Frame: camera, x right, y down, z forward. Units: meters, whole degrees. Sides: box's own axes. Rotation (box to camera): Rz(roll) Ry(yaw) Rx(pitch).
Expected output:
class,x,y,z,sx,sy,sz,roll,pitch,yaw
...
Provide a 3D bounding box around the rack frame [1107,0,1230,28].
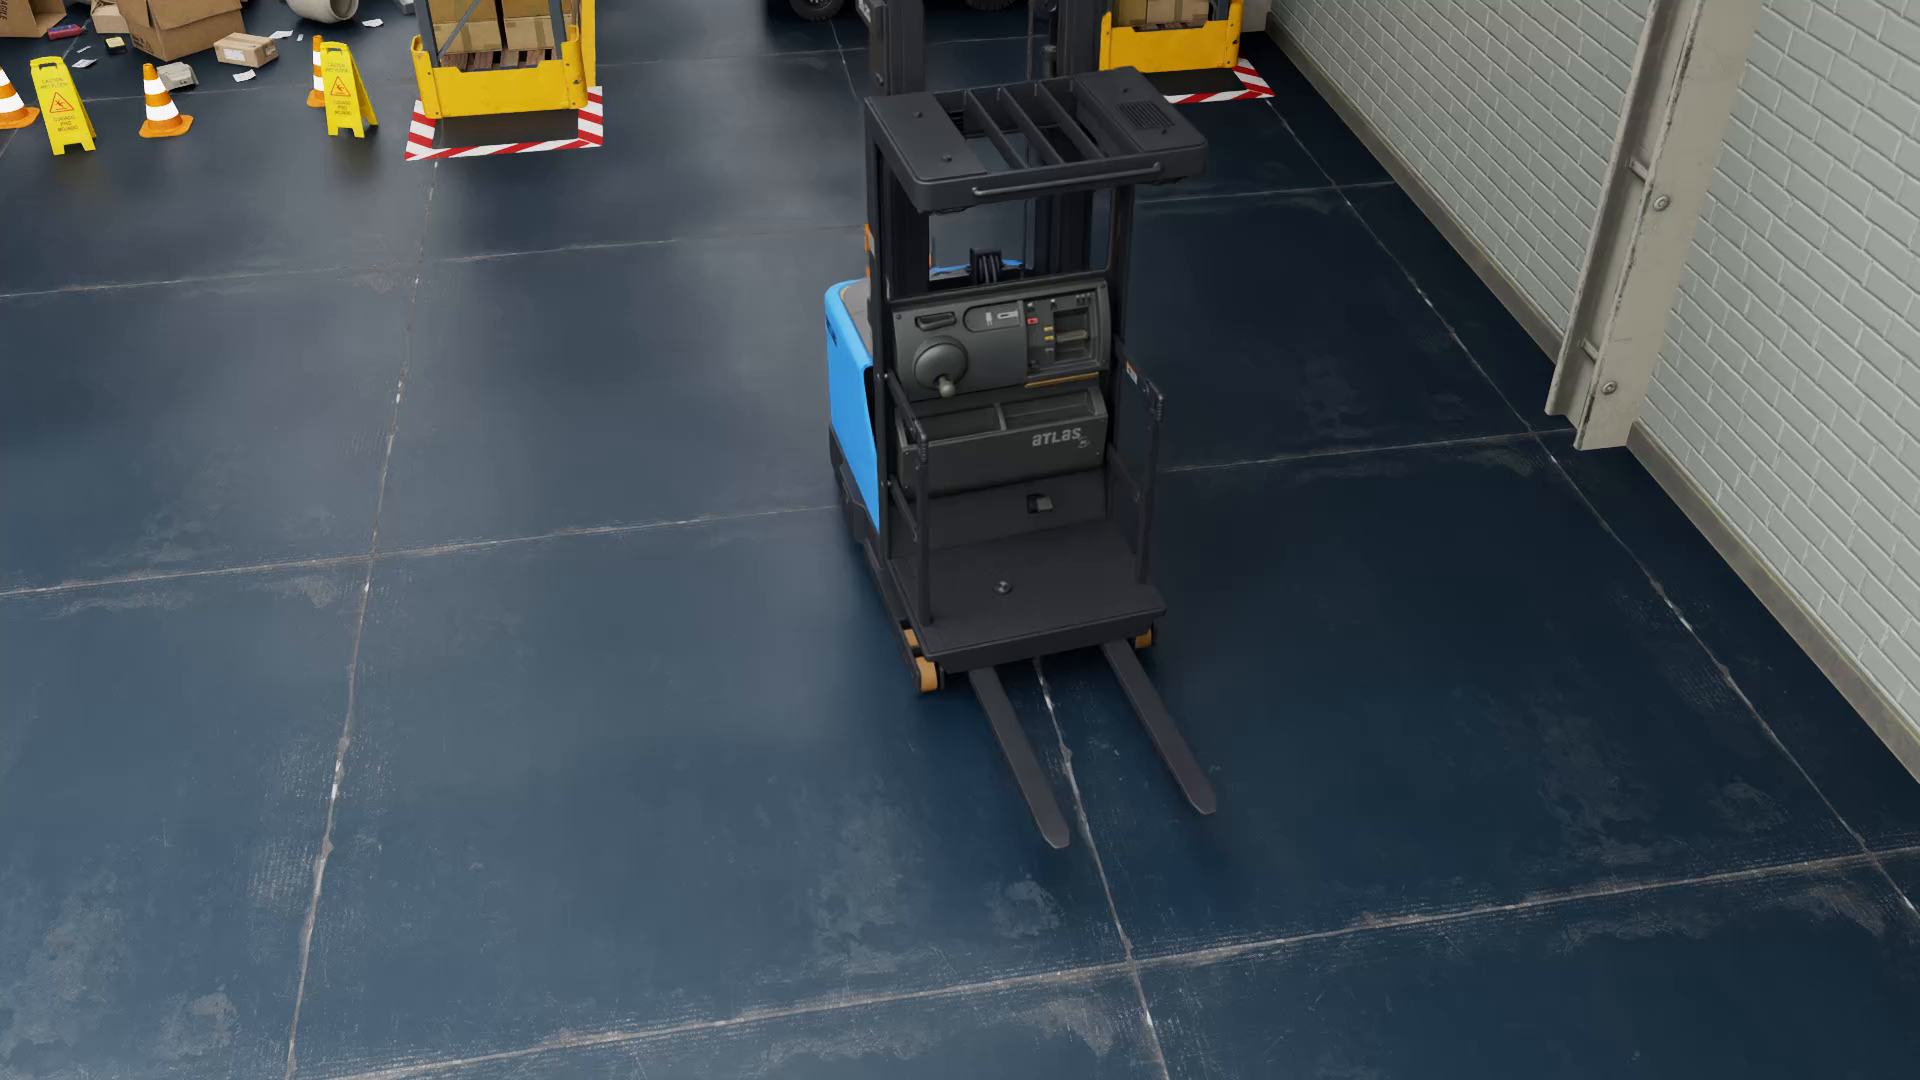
class,x,y,z,sx,sy,sz,roll,pitch,yaw
rack frame,1.552,-4.898,12.010,1.000,3.000,0.127,-6,38,-8

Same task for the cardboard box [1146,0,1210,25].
class,x,y,z,sx,sy,sz,roll,pitch,yaw
cardboard box,1.658,-4.296,13.134,0.500,0.250,0.500,-6,38,-8

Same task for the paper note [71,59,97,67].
class,x,y,z,sx,sy,sz,roll,pitch,yaw
paper note,-6.786,-3.700,12.889,0.144,0.017,0.142,6,38,8

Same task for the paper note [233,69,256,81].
class,x,y,z,sx,sy,sz,roll,pitch,yaw
paper note,-5.460,-3.547,12.690,0.148,0.019,0.142,-20,42,-23

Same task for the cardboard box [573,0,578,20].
class,x,y,z,sx,sy,sz,roll,pitch,yaw
cardboard box,-3.286,-4.268,13.098,0.500,0.250,0.500,-5,38,-6

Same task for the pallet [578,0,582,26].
class,x,y,z,sx,sy,sz,roll,pitch,yaw
pallet,-3.666,-4.537,13.818,1.003,0.211,1.213,-6,38,-8

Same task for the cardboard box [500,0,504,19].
class,x,y,z,sx,sy,sz,roll,pitch,yaw
cardboard box,-3.824,-4.215,13.030,0.500,0.250,0.500,-6,38,-8

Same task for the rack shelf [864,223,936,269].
class,x,y,z,sx,sy,sz,roll,pitch,yaw
rack shelf,-0.305,-1.442,8.380,0.258,0.148,0.480,-10,38,-12

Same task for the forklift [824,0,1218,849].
class,x,y,z,sx,sy,sz,roll,pitch,yaw
forklift,0.244,-0.762,6.742,1.130,2.935,3.031,-10,39,-13

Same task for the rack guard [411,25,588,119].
class,x,y,z,sx,sy,sz,roll,pitch,yaw
rack guard,-3.348,-3.421,12.146,1.175,0.500,0.348,-6,38,-8

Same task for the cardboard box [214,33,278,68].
class,x,y,z,sx,sy,sz,roll,pitch,yaw
cardboard box,-5.553,-3.810,12.933,0.380,0.149,0.250,13,40,16

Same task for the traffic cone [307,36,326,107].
class,x,y,z,sx,sy,sz,roll,pitch,yaw
traffic cone,-4.680,-3.481,12.254,0.336,0.463,0.334,-6,38,-8

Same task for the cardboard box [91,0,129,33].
class,x,y,z,sx,sy,sz,roll,pitch,yaw
cardboard box,-6.777,-4.265,13.423,0.396,0.266,0.258,0,38,0

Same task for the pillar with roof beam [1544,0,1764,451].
class,x,y,z,sx,sy,sz,roll,pitch,yaw
pillar with roof beam,-0.869,-3.698,5.575,9.100,9.000,0.400,-6,38,-8

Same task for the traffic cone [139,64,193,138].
class,x,y,z,sx,sy,sz,roll,pitch,yaw
traffic cone,-5.713,-3.157,11.836,0.336,0.463,0.334,-6,38,-8

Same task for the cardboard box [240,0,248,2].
class,x,y,z,sx,sy,sz,roll,pitch,yaw
cardboard box,-6.307,-4.783,13.785,0.797,0.637,0.503,-6,38,-8

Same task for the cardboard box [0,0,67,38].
class,x,y,z,sx,sy,sz,roll,pitch,yaw
cardboard box,-7.609,-4.371,13.367,0.500,0.500,0.500,0,38,0

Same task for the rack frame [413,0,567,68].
class,x,y,z,sx,sy,sz,roll,pitch,yaw
rack frame,-3.334,-4.362,11.320,1.000,3.000,0.127,-6,38,-8

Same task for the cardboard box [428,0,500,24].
class,x,y,z,sx,sy,sz,roll,pitch,yaw
cardboard box,-3.732,-4.194,12.391,0.500,0.500,0.500,-6,38,-8

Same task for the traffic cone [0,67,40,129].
class,x,y,z,sx,sy,sz,roll,pitch,yaw
traffic cone,-6.885,-3.241,11.944,0.336,0.463,0.334,-6,38,-8

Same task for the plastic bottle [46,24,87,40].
class,x,y,z,sx,sy,sz,roll,pitch,yaw
plastic bottle,-7.175,-4.090,13.365,0.283,0.061,0.133,-20,42,-23

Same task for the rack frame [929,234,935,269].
class,x,y,z,sx,sy,sz,roll,pitch,yaw
rack frame,-0.237,-0.987,8.429,0.240,1.200,0.015,-10,38,-12

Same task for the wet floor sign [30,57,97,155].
class,x,y,z,sx,sy,sz,roll,pitch,yaw
wet floor sign,-6.236,-3.035,11.530,0.267,0.644,0.232,-13,40,-16

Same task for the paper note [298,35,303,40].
class,x,y,z,sx,sy,sz,roll,pitch,yaw
paper note,-5.286,-4.028,13.326,0.032,0.001,0.123,-6,38,-8

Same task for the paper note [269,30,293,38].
class,x,y,z,sx,sy,sz,roll,pitch,yaw
paper note,-5.461,-4.071,13.375,0.148,0.019,0.142,6,38,8

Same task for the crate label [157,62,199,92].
class,x,y,z,sx,sy,sz,roll,pitch,yaw
crate label,-5.912,-3.496,12.539,0.250,0.136,0.298,-27,45,-31

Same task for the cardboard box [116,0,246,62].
class,x,y,z,sx,sy,sz,roll,pitch,yaw
cardboard box,-6.135,-4.165,13.101,0.637,0.503,0.797,27,45,30

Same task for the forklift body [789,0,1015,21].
class,x,y,z,sx,sy,sz,roll,pitch,yaw
forklift body,-0.577,-5.512,13.492,2.313,2.155,1.214,-6,38,-8

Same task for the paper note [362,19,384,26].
class,x,y,z,sx,sy,sz,roll,pitch,yaw
paper note,-4.787,-4.222,13.559,0.142,0.019,0.148,-20,42,-23

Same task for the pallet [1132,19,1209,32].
class,x,y,z,sx,sy,sz,roll,pitch,yaw
pallet,1.376,-4.255,13.454,1.003,0.211,1.213,-6,38,-8

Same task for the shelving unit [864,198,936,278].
class,x,y,z,sx,sy,sz,roll,pitch,yaw
shelving unit,-0.303,-1.128,8.617,0.258,1.200,0.503,-10,38,-12

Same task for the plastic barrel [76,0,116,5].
class,x,y,z,sx,sy,sz,roll,pitch,yaw
plastic barrel,-7.182,-4.647,13.787,0.512,0.421,0.421,19,42,23

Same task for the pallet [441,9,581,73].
class,x,y,z,sx,sy,sz,roll,pitch,yaw
pallet,-3.455,-3.801,12.871,1.003,0.211,1.213,-6,38,-8

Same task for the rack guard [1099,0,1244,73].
class,x,y,z,sx,sy,sz,roll,pitch,yaw
rack guard,1.556,-3.897,12.758,1.175,0.500,0.348,-6,38,-8

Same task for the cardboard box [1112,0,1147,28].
class,x,y,z,sx,sy,sz,roll,pitch,yaw
cardboard box,1.158,-4.228,13.046,0.500,0.250,0.500,-6,38,-8

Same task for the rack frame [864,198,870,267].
class,x,y,z,sx,sy,sz,roll,pitch,yaw
rack frame,-0.369,-1.269,8.805,0.240,1.200,0.015,-10,38,-12

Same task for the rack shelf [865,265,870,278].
class,x,y,z,sx,sy,sz,roll,pitch,yaw
rack shelf,-0.304,-1.253,8.523,0.258,0.148,0.480,-10,38,-12

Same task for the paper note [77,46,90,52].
class,x,y,z,sx,sy,sz,roll,pitch,yaw
paper note,-6.918,-3.874,13.129,0.032,0.001,0.123,13,40,16

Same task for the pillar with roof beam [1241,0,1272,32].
class,x,y,z,sx,sy,sz,roll,pitch,yaw
pillar with roof beam,-1.921,-7.322,10.240,9.100,9.000,0.400,-6,38,-8

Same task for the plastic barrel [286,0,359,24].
class,x,y,z,sx,sy,sz,roll,pitch,yaw
plastic barrel,-5.187,-4.430,13.507,0.512,0.421,0.421,19,42,23

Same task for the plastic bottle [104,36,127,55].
class,x,y,z,sx,sy,sz,roll,pitch,yaw
plastic bottle,-6.679,-3.916,13.141,0.133,0.061,0.283,-20,42,-23

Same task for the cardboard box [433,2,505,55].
class,x,y,z,sx,sy,sz,roll,pitch,yaw
cardboard box,-3.745,-3.916,12.645,0.500,0.250,0.500,-6,38,-8

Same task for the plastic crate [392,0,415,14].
class,x,y,z,sx,sy,sz,roll,pitch,yaw
plastic crate,-4.568,-4.589,13.991,0.402,0.080,0.583,-20,42,-23

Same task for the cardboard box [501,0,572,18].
class,x,y,z,sx,sy,sz,roll,pitch,yaw
cardboard box,-3.208,-4.270,12.488,0.500,0.500,0.500,-7,38,-9

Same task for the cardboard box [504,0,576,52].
class,x,y,z,sx,sy,sz,roll,pitch,yaw
cardboard box,-3.204,-3.959,12.700,0.500,0.250,0.500,-7,38,-8

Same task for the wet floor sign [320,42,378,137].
class,x,y,z,sx,sy,sz,roll,pitch,yaw
wet floor sign,-4.355,-3.203,11.746,0.267,0.644,0.232,6,38,8
